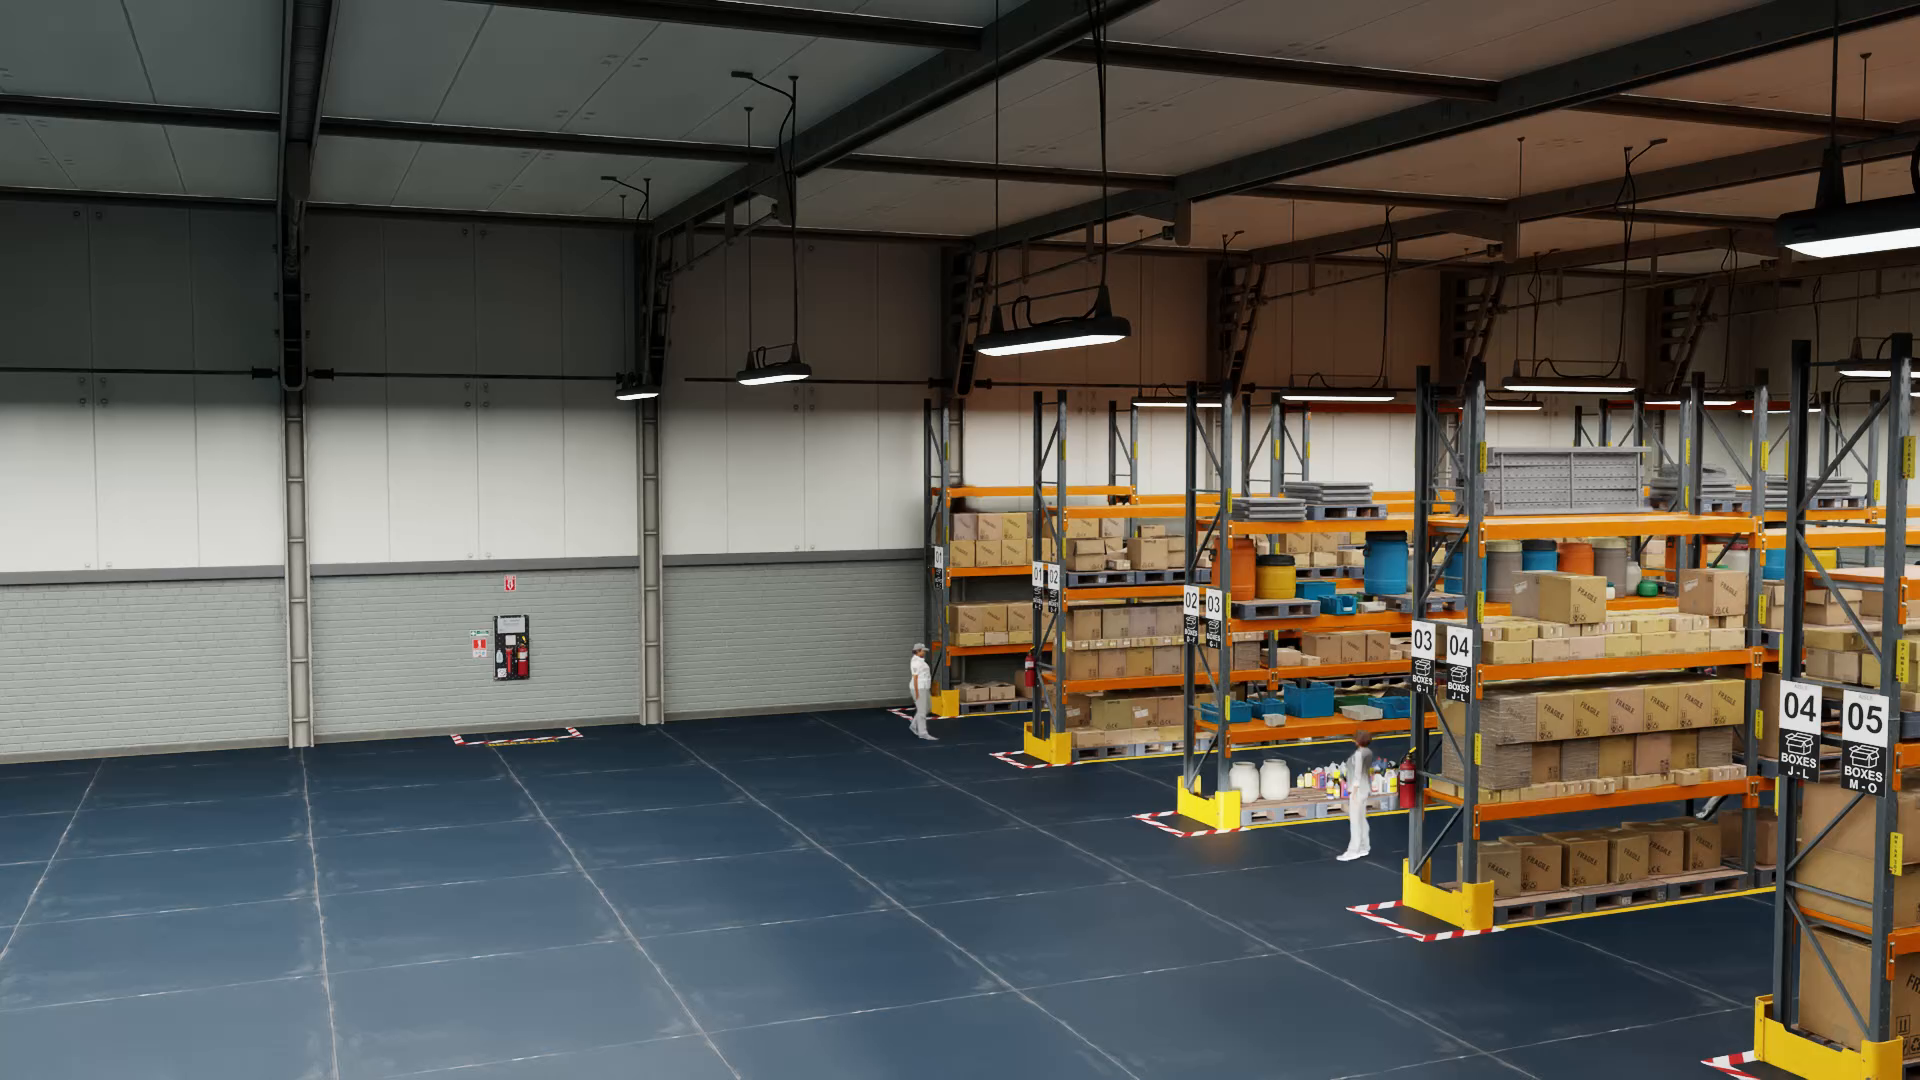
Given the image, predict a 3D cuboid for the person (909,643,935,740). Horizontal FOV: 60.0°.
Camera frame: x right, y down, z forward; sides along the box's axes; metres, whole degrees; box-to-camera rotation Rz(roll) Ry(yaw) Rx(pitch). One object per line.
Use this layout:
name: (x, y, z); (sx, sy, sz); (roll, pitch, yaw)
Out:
person: (-0.668, 2.636, 29.110); (0.529, 1.677, 0.513); (0, 3, 8)

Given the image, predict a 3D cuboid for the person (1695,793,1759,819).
person: (10.463, 2.995, 22.671); (1.071, 1.602, 0.551); (0, 3, -8)

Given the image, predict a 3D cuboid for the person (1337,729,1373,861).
person: (4.927, 3.151, 20.671); (0.360, 1.610, 0.489); (1, 4, 23)
